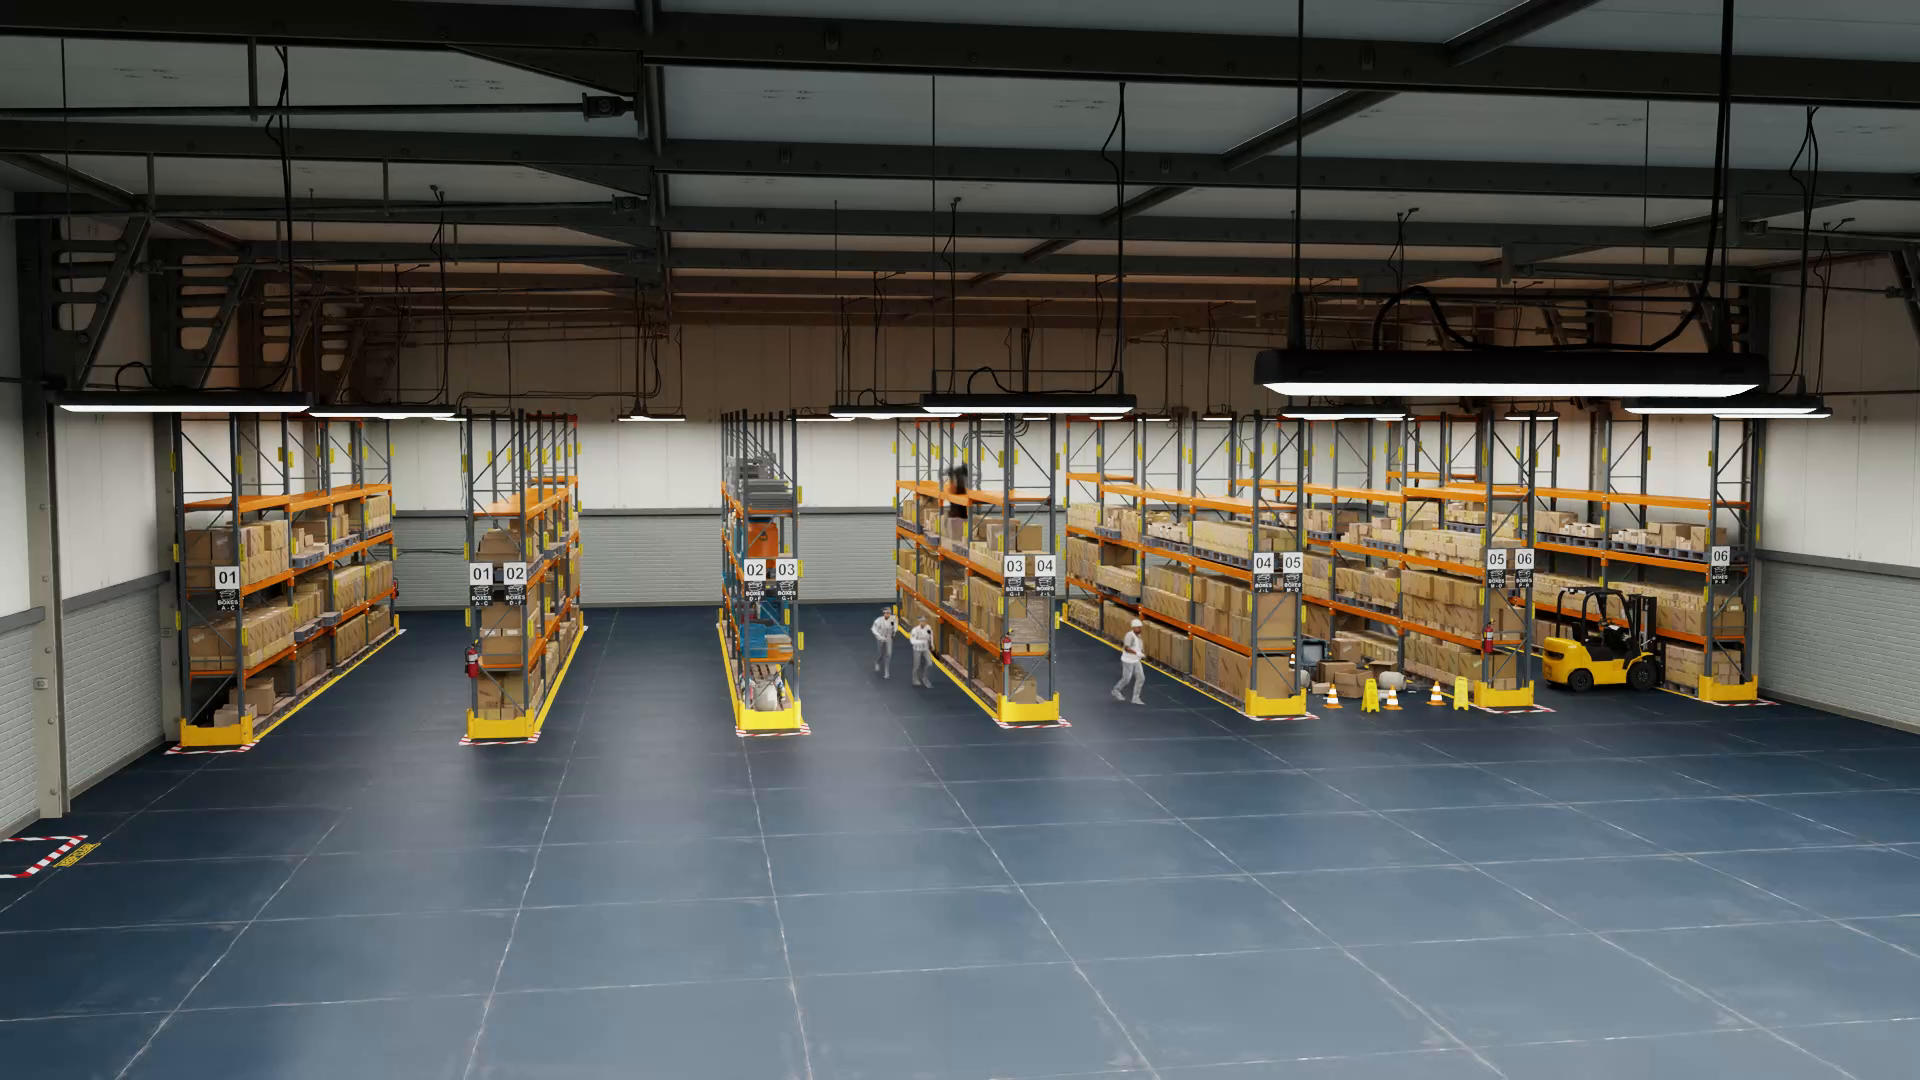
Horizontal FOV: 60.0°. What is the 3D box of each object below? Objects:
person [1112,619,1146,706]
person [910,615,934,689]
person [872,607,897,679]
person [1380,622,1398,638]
[{"bbox_3d":[3.410,2.476,33.876,0.856,1.757,0.643,3,5,38],"label":"person"},{"bbox_3d":[-0.823,2.405,36.058,0.604,1.626,0.914,-1,4,-18],"label":"person"},{"bbox_3d":[-1.745,2.300,37.835,0.647,1.641,0.982,-2,4,-21],"label":"person"},{"bbox_3d":[11.164,1.912,43.244,0.560,1.617,0.735,-1,4,-17],"label":"person"}]
